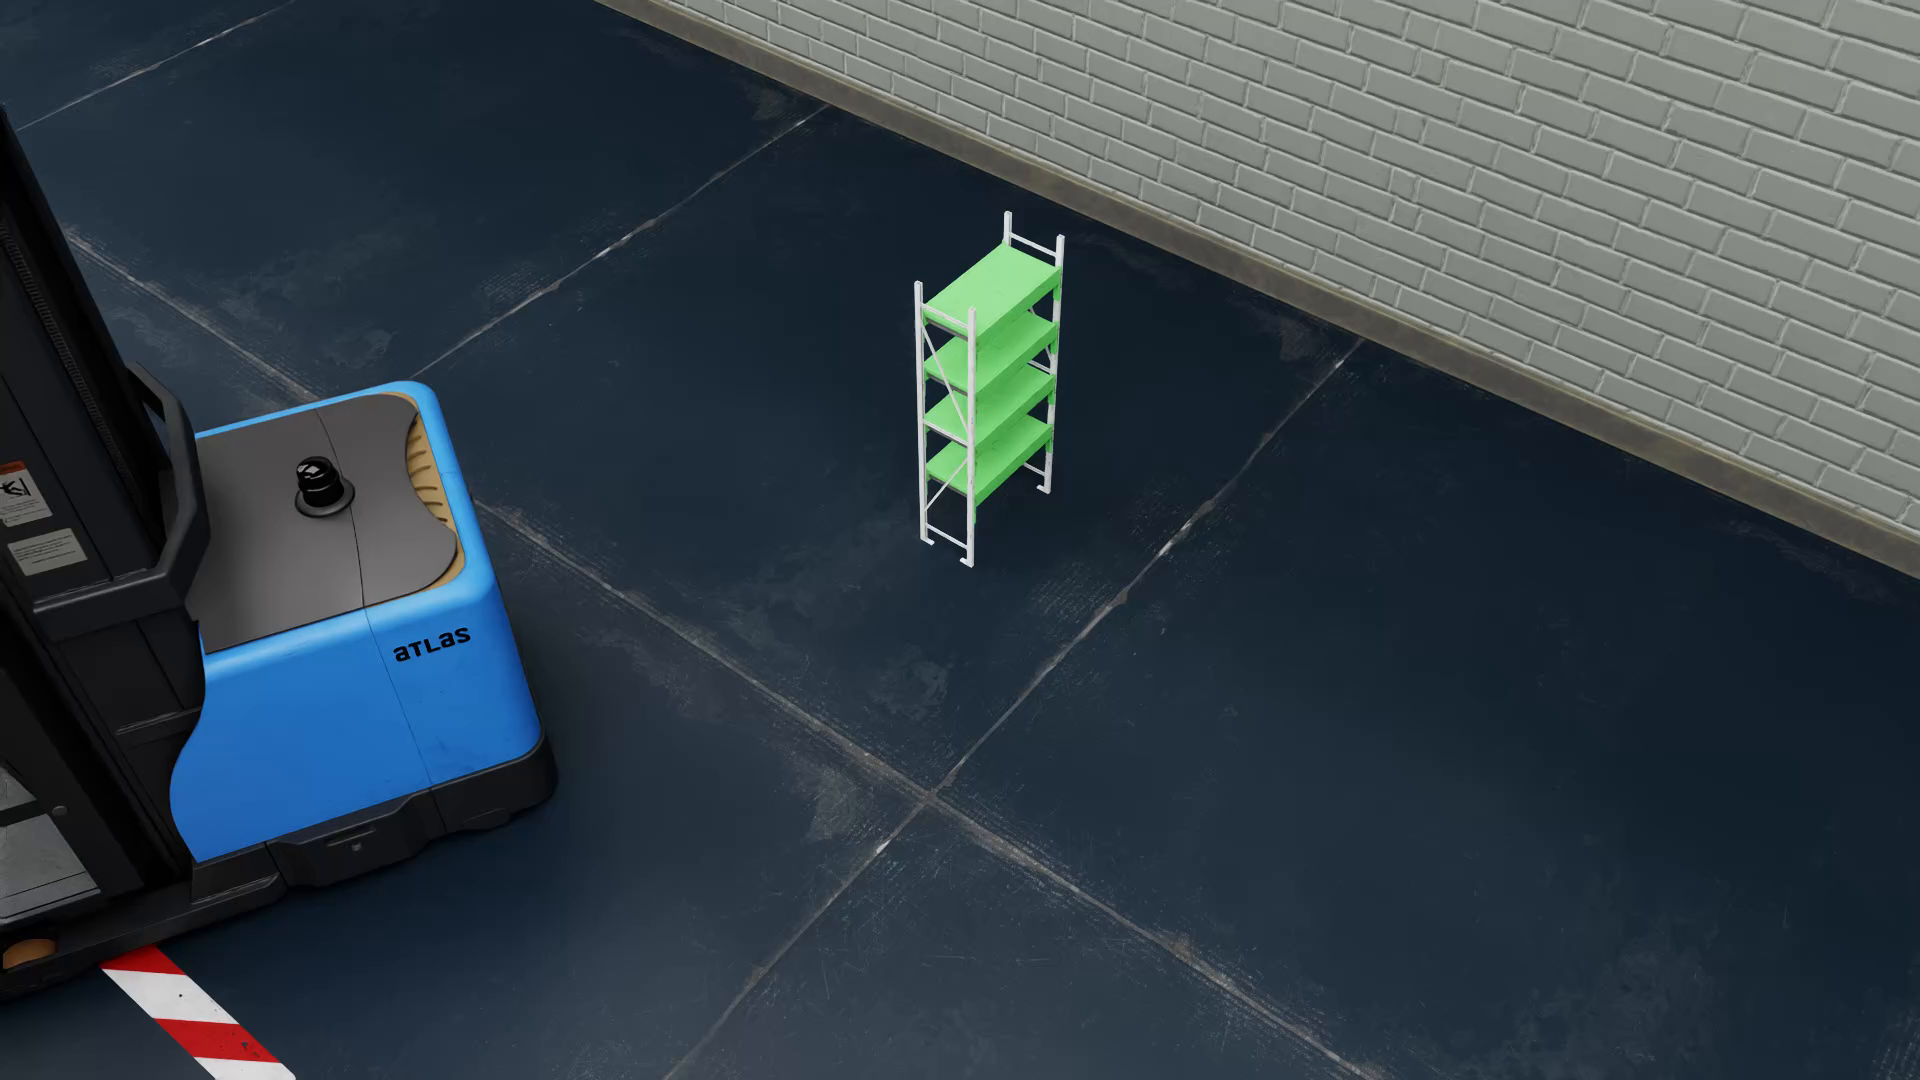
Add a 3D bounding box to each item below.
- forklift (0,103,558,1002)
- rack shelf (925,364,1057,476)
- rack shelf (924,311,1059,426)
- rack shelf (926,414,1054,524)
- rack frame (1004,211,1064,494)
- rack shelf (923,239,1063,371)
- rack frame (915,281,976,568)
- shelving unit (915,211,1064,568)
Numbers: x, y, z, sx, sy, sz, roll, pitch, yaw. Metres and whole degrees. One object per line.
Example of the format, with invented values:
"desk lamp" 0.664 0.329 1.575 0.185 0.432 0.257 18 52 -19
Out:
"forklift" -2.871 -0.051 4.272 3.031 2.935 1.130 -17 49 -16
"rack shelf" 0.101 -0.465 5.953 0.258 0.148 0.480 29 53 25
"rack shelf" 0.101 -0.631 5.779 0.258 0.148 0.480 29 53 25
"rack shelf" 0.101 -0.299 6.126 0.258 0.148 0.480 29 53 25
"rack frame" 0.250 -0.649 6.040 0.240 1.200 0.015 29 53 25
"rack shelf" 0.101 -0.797 5.606 0.258 0.148 0.480 29 53 25
"rack frame" -0.048 -0.370 5.773 0.240 1.200 0.015 29 53 25
"shelving unit" 0.101 -0.509 5.907 0.258 1.200 0.503 29 53 25
